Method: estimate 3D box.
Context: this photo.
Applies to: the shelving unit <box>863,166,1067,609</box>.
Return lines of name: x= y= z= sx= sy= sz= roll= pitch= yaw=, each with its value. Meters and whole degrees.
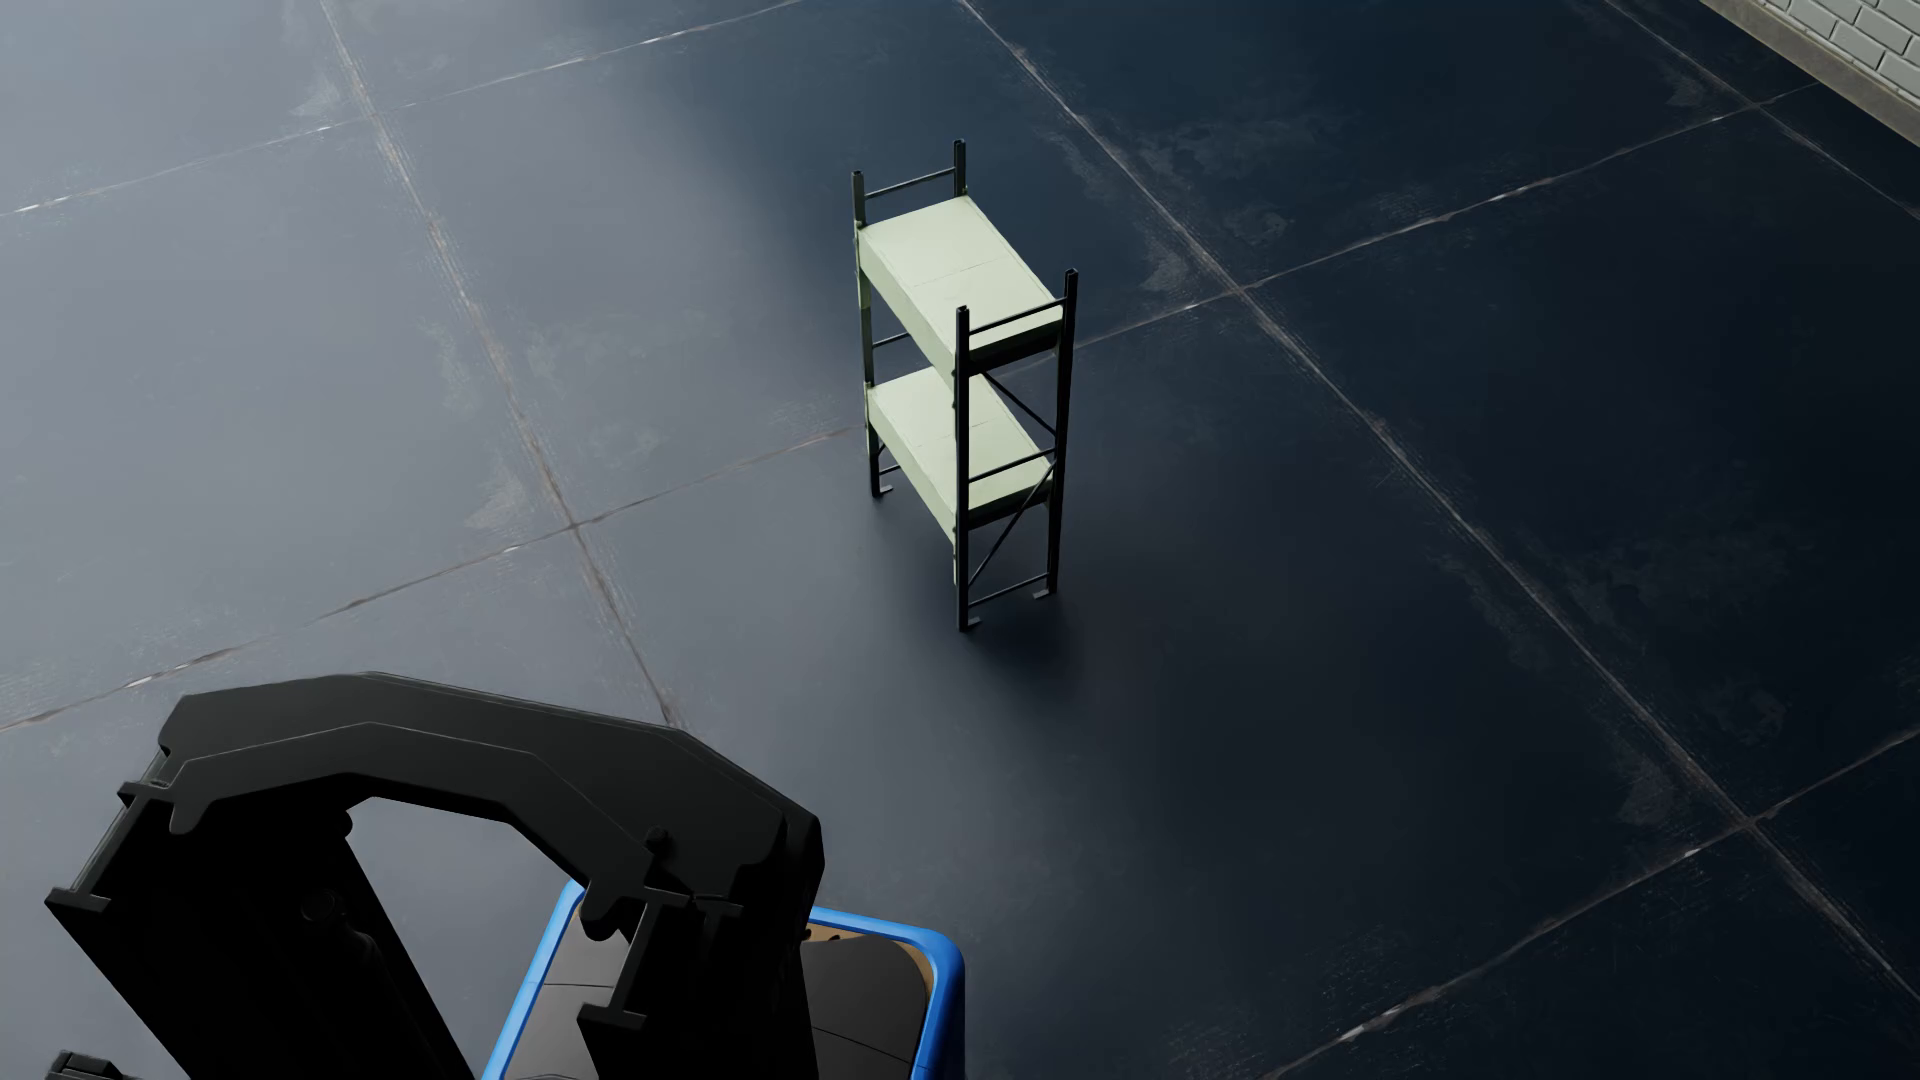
shelving unit: x=0.004 y=-0.490 z=5.682 sx=0.380 sy=1.308 sz=0.742 roll=-21 pitch=52 yaw=-18

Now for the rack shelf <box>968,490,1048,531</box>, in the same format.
rack shelf: x=0.003 y=-0.322 z=5.873 sx=0.332 sy=0.071 sz=0.664 roll=-21 pitch=52 yaw=-18

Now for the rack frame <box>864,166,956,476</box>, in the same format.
rack frame: x=-0.163 y=-0.735 z=5.896 sx=0.380 sy=1.308 sz=0.010 roll=-21 pitch=52 yaw=-18

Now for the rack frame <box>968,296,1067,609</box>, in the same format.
rack frame: x=0.172 y=-0.245 z=5.468 sx=0.380 sy=1.308 sz=0.010 roll=-21 pitch=52 yaw=-18

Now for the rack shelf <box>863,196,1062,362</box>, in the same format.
rack shelf: x=0.003 y=-0.834 z=5.287 sx=0.368 sy=0.052 sz=0.686 roll=-21 pitch=52 yaw=-18

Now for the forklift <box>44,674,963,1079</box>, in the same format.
forklift: x=-0.806 y=1.700 z=2.816 sx=1.109 sy=2.935 sz=3.031 roll=10 pitch=50 yaw=8
